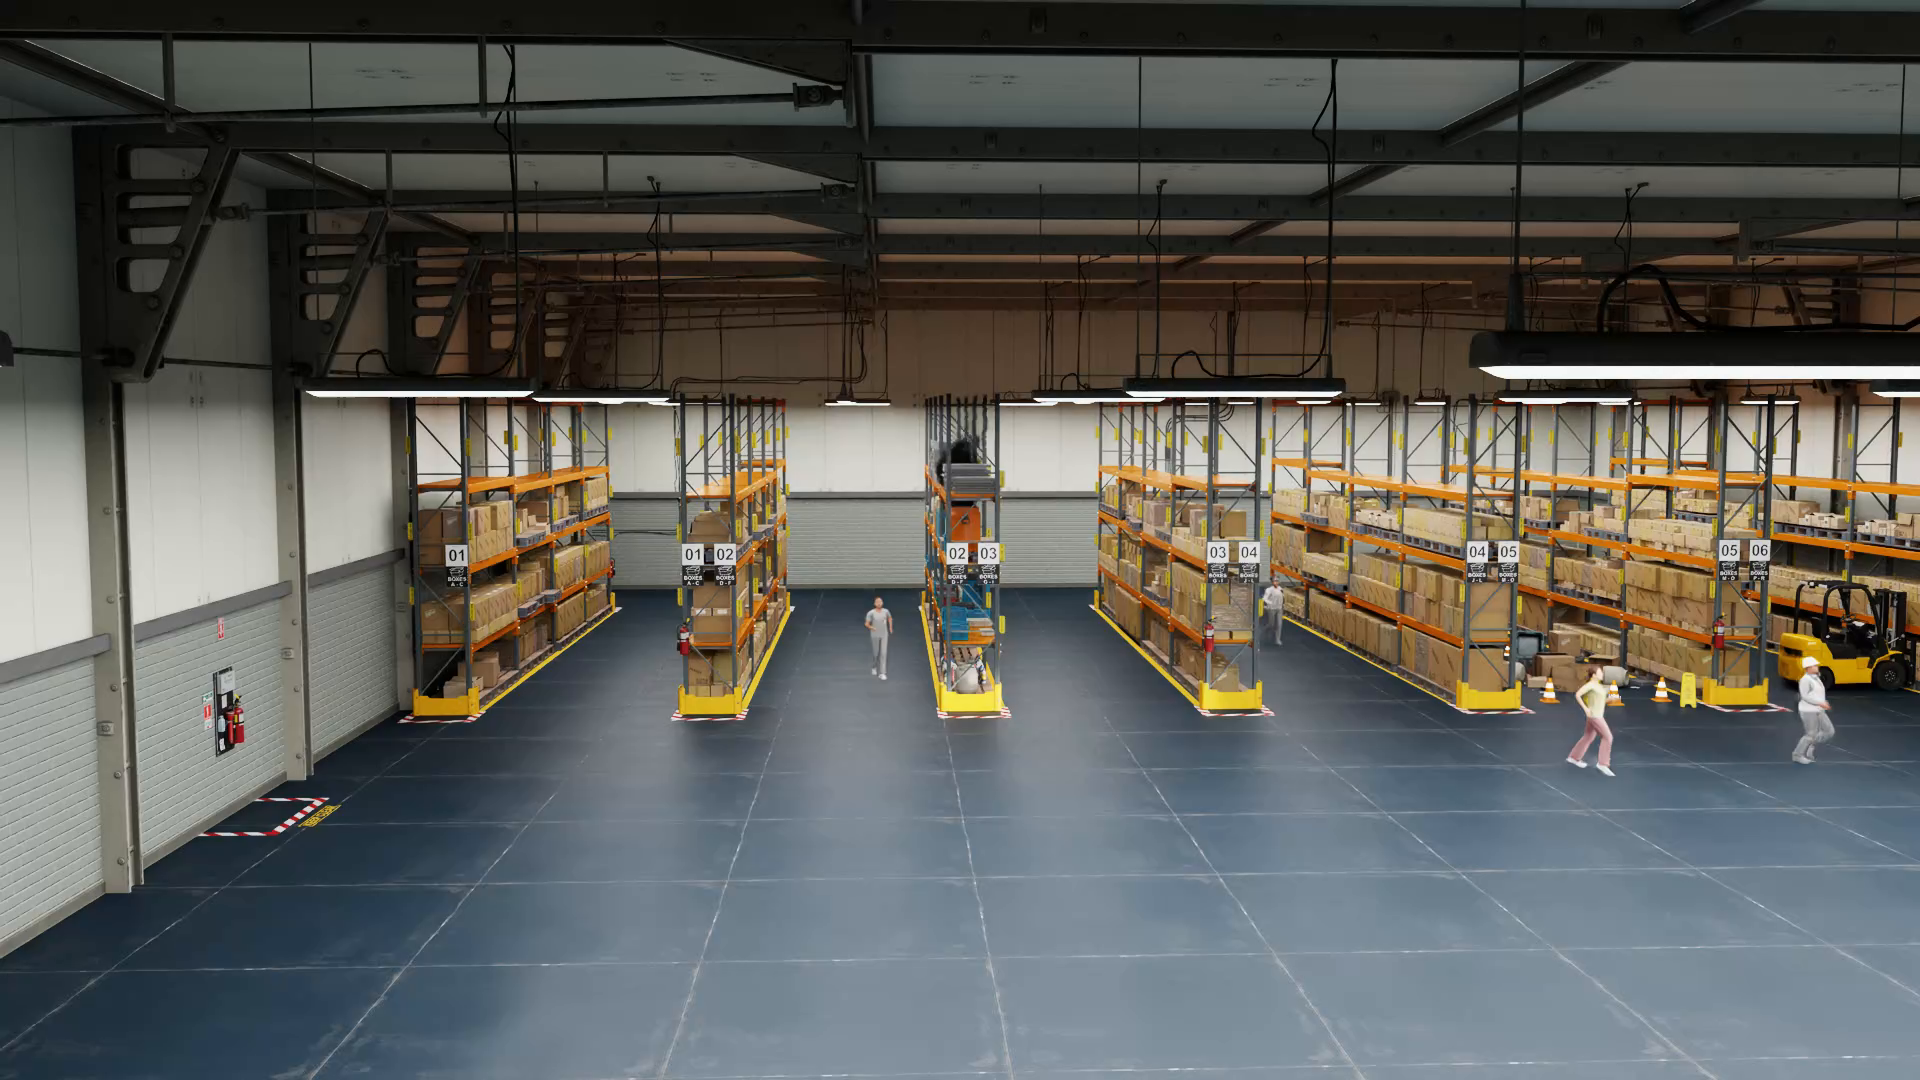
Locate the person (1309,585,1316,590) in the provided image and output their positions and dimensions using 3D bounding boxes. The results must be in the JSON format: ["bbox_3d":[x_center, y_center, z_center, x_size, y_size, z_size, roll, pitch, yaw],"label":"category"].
[{"bbox_3d":[10.365,1.054,49.199,0.571,1.563,0.529,0,5,-3],"label":"person"}]

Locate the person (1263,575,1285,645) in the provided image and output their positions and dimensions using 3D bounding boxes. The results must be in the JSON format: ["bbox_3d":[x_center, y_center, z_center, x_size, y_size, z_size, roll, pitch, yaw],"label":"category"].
[{"bbox_3d":[7.654,1.684,40.382,0.618,1.669,0.890,-1,5,-13],"label":"person"}]

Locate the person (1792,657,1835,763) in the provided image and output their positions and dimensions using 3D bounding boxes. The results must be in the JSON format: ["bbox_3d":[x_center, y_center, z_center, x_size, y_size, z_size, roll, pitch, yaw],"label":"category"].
[{"bbox_3d":[13.749,2.738,26.774,0.672,1.729,0.592,-4,6,-45],"label":"person"}]

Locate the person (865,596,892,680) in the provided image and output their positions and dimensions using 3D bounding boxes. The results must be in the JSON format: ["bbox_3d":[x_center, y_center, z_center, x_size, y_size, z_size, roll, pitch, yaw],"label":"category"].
[{"bbox_3d":[-1.609,1.954,33.482,0.584,1.639,0.884,-1,5,-15],"label":"person"}]

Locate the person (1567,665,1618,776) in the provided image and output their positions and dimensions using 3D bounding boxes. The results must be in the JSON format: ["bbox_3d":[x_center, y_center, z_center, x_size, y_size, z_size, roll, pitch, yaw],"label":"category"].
[{"bbox_3d":[9.947,2.822,26.144,0.747,1.729,0.550,2,5,26],"label":"person"}]
